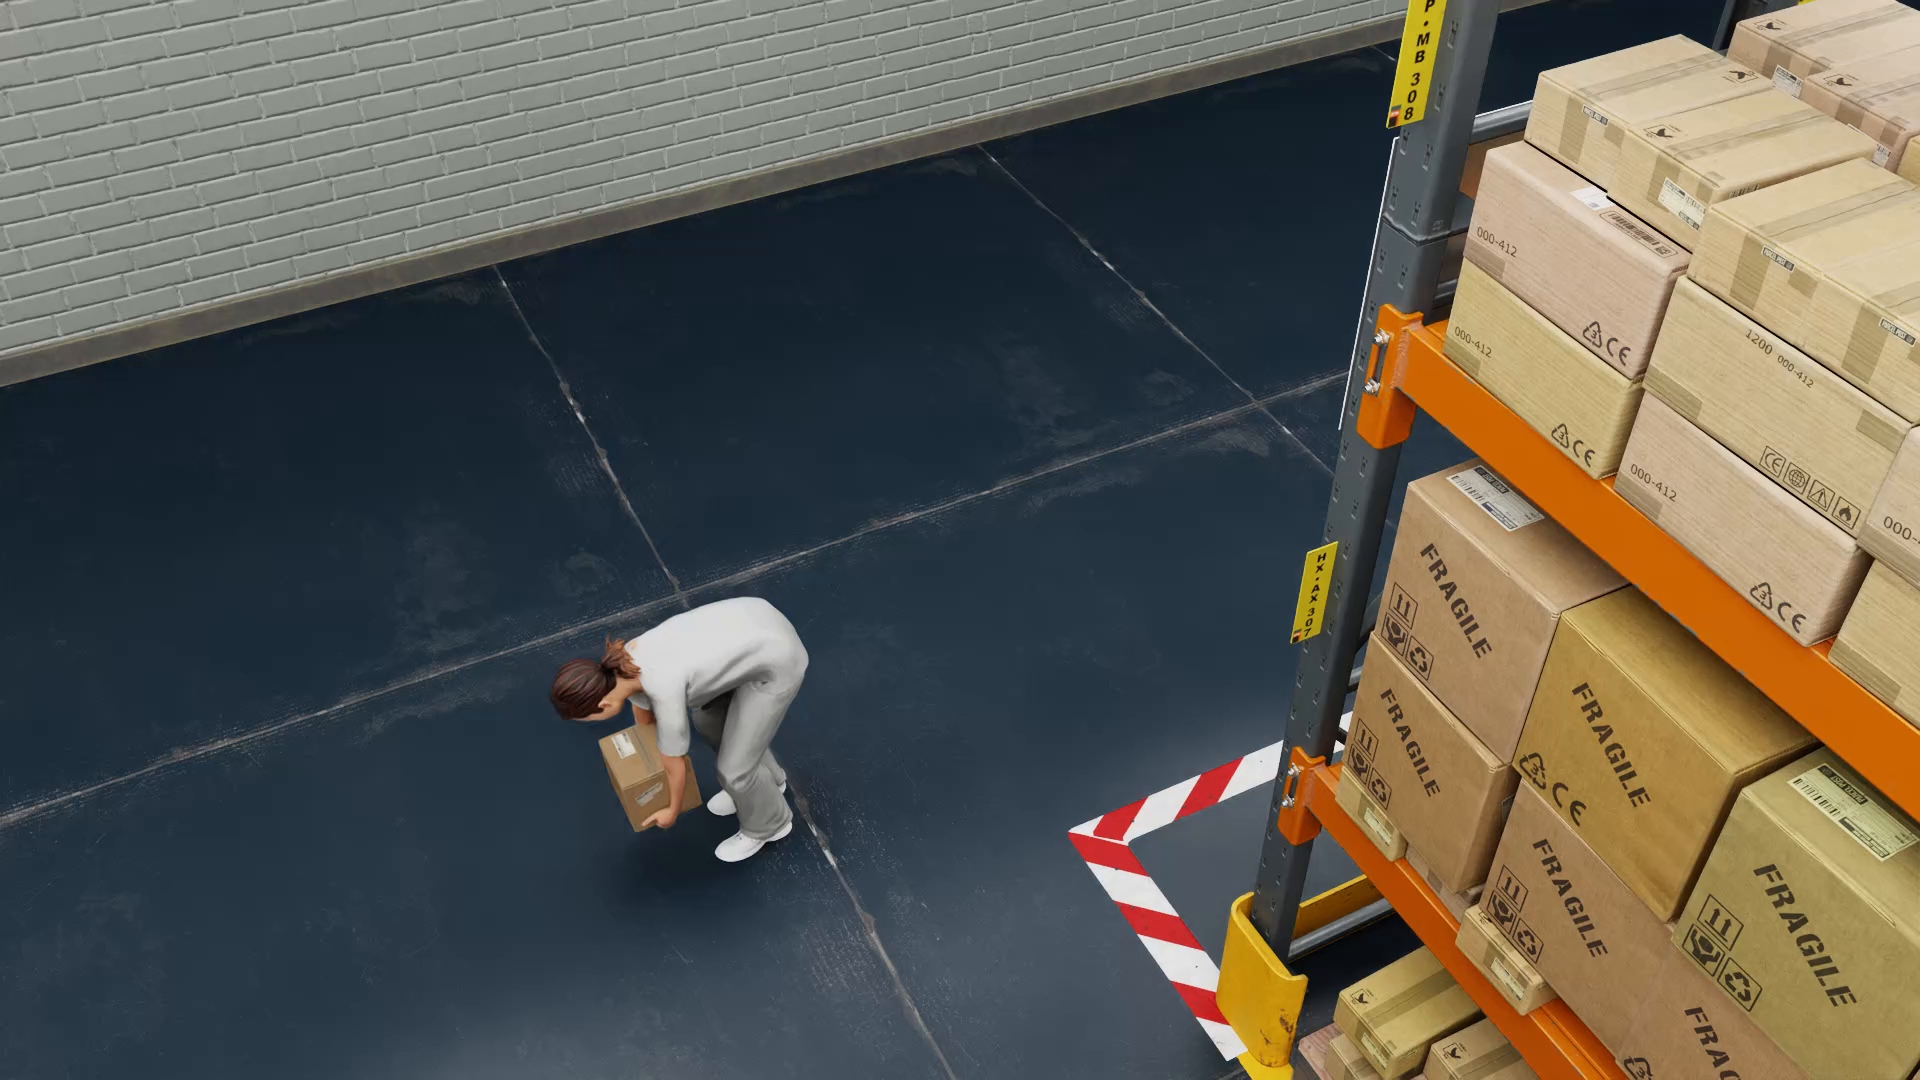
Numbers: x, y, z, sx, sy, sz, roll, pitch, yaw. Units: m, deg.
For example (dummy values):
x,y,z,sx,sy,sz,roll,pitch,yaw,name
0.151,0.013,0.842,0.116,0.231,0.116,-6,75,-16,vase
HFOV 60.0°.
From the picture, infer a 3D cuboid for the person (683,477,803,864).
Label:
x,y,z,sx,sy,sz,roll,pitch,yaw,name
-0.748,0.432,5.671,0.416,1.671,0.501,-21,46,-22,person
